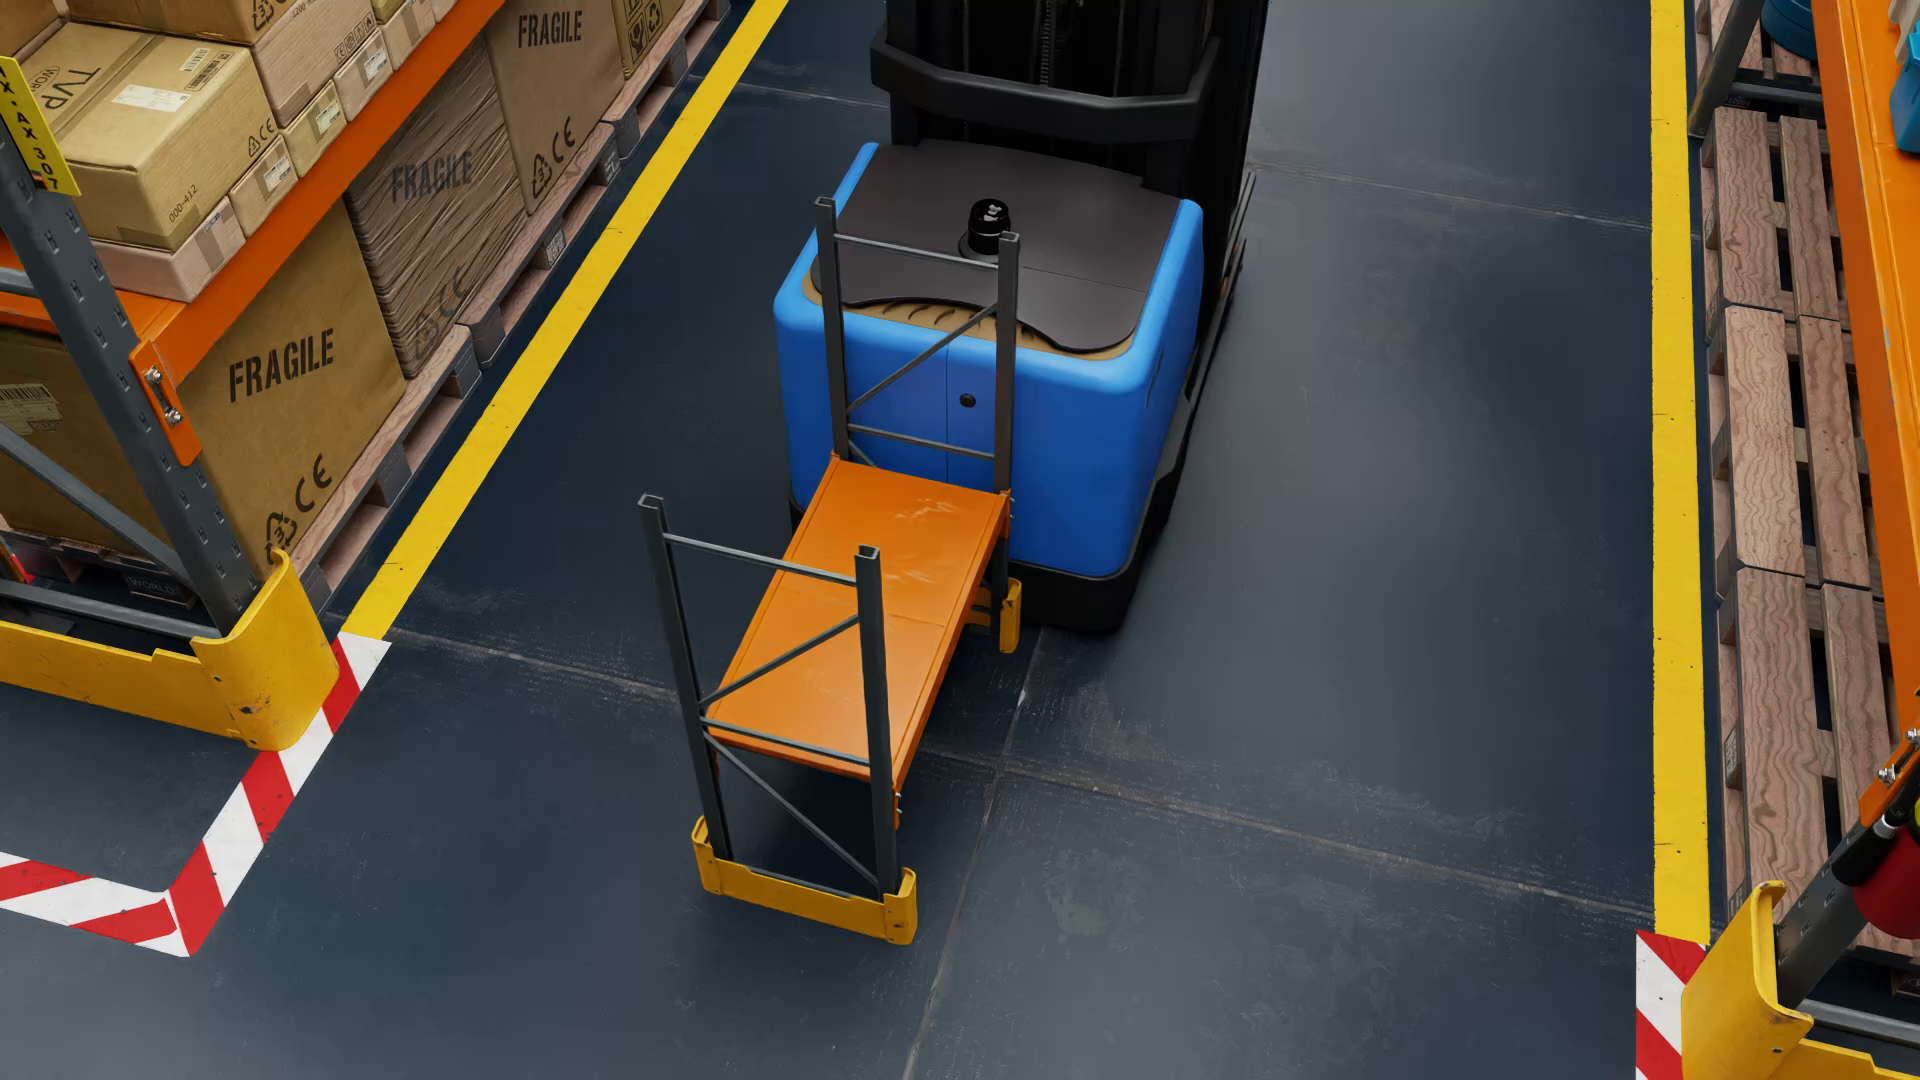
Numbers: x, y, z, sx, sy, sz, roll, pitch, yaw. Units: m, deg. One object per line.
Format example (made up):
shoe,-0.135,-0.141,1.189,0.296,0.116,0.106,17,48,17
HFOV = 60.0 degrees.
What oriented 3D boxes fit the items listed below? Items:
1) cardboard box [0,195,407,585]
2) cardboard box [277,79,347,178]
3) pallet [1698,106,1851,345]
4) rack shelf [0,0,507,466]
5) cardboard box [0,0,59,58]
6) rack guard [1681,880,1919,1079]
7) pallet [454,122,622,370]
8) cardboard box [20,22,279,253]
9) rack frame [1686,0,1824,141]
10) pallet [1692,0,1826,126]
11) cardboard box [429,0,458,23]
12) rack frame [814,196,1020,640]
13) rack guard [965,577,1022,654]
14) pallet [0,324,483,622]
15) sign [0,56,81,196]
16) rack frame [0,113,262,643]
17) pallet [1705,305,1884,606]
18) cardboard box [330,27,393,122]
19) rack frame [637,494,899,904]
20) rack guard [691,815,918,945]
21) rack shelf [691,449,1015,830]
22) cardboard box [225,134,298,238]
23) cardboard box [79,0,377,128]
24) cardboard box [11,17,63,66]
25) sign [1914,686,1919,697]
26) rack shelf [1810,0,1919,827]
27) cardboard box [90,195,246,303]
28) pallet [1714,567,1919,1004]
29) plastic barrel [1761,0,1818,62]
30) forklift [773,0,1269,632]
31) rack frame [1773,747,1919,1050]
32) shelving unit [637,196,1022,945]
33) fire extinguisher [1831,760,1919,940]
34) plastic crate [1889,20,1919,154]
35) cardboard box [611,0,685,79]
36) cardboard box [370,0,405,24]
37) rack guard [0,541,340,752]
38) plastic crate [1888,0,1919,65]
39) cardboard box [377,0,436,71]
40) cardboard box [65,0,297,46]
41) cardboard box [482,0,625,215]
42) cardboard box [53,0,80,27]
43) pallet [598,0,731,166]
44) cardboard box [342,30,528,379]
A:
cardboard box,-2.324,-0.551,4.872,0.875,0.875,0.875,12,50,10
cardboard box,-1.870,-1.116,4.402,0.380,0.149,0.250,11,49,9
pallet,3.260,-1.090,6.071,1.003,0.211,1.213,12,50,10
rack shelf,-1.889,-1.845,5.357,1.077,0.370,4.000,12,50,10
cardboard box,-2.540,-1.337,3.831,0.500,0.500,0.500,12,50,10
rack guard,2.369,1.188,3.868,1.175,0.500,0.348,12,50,10
pallet,-1.957,-1.187,6.157,1.003,0.211,1.213,12,50,10
cardboard box,-2.028,-0.979,4.015,0.500,0.250,0.500,10,49,9
rack frame,3.416,-2.552,5.502,1.000,3.000,0.127,12,50,10
pallet,3.659,-2.179,7.032,1.003,0.211,1.213,12,50,10
cardboard box,-1.667,-1.675,4.895,0.380,0.149,0.250,11,50,10
rack frame,-0.104,-0.261,4.480,0.500,1.500,0.032,13,50,11
rack guard,-0.109,0.167,4.936,0.587,0.250,0.087,13,50,11
pallet,-2.280,-0.307,5.380,1.003,0.211,1.213,12,50,10
sign,-1.881,-0.835,3.356,0.100,0.325,0.005,12,50,10
rack frame,-2.415,-0.636,3.811,1.000,3.000,0.127,12,50,10
pallet,2.941,-0.204,5.290,1.003,0.211,1.213,12,50,10
cardboard box,-1.803,-1.304,4.568,0.380,0.149,0.250,11,49,9
rack frame,-0.399,0.469,3.836,0.500,1.500,0.032,13,50,11
rack guard,-0.399,0.881,4.305,0.587,0.250,0.087,13,50,11
rack shelf,-0.252,0.223,4.293,0.538,0.185,1.000,13,50,11
cardboard box,-1.937,-0.930,4.238,0.380,0.149,0.250,11,49,9
cardboard box,-1.898,-1.356,4.348,0.500,0.250,0.500,11,49,10
cardboard box,-2.544,-1.088,4.111,0.500,0.250,0.500,11,49,9
sign,1.828,0.191,2.972,0.100,0.325,0.005,12,50,10
rack shelf,2.890,-0.867,4.495,1.077,0.370,4.000,12,50,10
cardboard box,-2.003,-0.745,4.074,0.380,0.149,0.250,12,50,10
pallet,2.618,0.675,4.513,1.003,0.211,1.213,12,50,10
plastic barrel,3.576,-2.387,6.475,0.600,0.901,0.708,12,50,10
forklift,0.403,-1.830,4.910,1.130,2.935,3.031,13,50,11
rack frame,2.363,0.341,2.948,1.000,3.000,0.127,12,50,10
shelving unit,-0.254,0.111,4.152,0.587,1.500,1.083,13,50,11
fire extinguisher,1.885,0.510,3.100,0.296,0.674,0.183,12,50,10
plastic crate,2.656,-1.159,4.344,0.416,0.233,0.300,12,50,10
cardboard box,-1.613,-2.504,6.596,0.875,0.875,0.875,12,50,10
cardboard box,-1.762,-1.719,4.668,0.500,0.250,0.500,10,49,9
rack guard,-2.421,0.209,4.733,1.175,0.500,0.348,12,50,10
plastic crate,2.836,-1.464,4.581,0.437,0.282,0.530,12,50,10
cardboard box,-1.735,-1.488,4.730,0.380,0.149,0.250,11,49,9
cardboard box,-1.897,-1.588,4.053,0.500,0.500,0.500,10,49,9
cardboard box,-1.850,-1.853,6.021,0.875,0.875,0.875,12,50,10
cardboard box,-2.409,-1.454,4.435,0.500,0.250,0.500,11,49,9
pallet,-1.638,-2.072,6.938,1.003,0.211,1.213,12,50,10
cardboard box,-2.084,-1.209,5.453,0.875,0.875,0.875,12,50,10
